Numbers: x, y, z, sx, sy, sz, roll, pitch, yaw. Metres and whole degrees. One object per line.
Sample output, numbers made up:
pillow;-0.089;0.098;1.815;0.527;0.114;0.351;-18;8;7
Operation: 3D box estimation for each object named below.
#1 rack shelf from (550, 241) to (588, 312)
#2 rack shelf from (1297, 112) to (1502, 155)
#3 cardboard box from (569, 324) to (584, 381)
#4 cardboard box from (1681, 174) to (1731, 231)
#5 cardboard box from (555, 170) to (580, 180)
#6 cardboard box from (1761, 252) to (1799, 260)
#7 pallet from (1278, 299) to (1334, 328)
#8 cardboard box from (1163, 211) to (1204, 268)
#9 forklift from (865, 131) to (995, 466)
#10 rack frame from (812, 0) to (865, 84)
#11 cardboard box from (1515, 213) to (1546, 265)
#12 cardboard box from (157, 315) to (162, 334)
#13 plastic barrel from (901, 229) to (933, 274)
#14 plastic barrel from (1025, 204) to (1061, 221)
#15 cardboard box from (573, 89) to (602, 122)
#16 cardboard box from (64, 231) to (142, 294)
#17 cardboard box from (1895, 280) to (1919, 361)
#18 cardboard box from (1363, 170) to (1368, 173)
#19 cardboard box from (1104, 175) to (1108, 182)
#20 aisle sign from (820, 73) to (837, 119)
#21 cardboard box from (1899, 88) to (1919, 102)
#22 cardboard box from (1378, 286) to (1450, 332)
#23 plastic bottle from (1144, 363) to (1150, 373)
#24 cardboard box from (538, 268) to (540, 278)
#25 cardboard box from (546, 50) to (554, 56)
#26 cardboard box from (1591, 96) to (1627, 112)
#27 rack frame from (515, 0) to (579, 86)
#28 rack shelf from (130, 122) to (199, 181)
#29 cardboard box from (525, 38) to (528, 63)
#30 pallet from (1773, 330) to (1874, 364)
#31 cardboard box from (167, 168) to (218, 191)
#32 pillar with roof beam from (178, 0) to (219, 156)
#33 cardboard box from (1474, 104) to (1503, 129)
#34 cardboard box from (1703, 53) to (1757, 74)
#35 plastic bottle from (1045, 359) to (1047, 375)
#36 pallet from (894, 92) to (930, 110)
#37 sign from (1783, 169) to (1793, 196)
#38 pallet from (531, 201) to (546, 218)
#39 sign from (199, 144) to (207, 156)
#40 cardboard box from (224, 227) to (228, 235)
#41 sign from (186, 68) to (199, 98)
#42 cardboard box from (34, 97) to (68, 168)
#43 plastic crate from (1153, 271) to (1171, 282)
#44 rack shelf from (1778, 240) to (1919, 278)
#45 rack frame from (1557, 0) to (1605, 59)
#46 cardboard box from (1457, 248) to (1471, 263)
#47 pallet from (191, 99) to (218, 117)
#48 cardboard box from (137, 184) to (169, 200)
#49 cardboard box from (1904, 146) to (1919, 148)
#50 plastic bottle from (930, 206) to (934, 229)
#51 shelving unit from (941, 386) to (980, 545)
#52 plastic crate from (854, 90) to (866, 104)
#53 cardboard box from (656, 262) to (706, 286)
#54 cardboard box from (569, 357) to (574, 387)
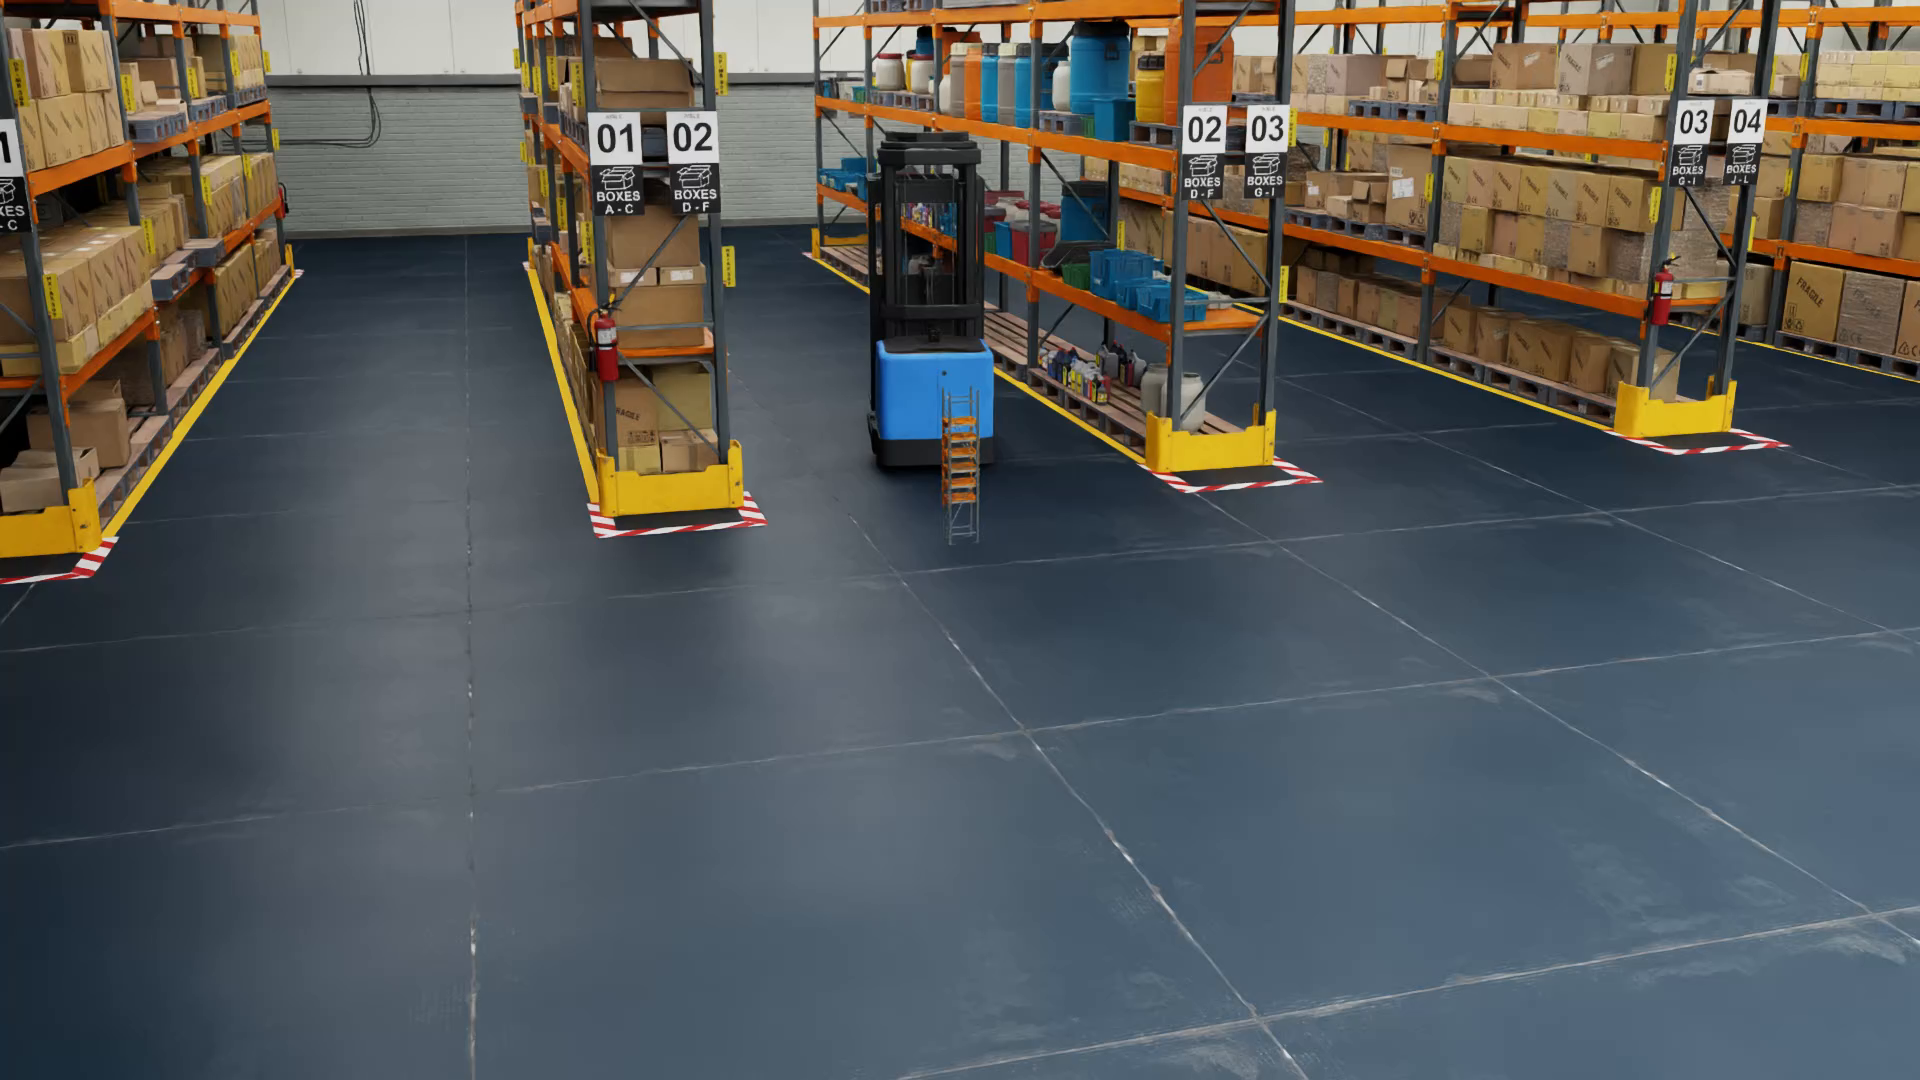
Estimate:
rack shelf;-4.059;-3.037;19.098;1.077;0.370;4.000;-5;17;-15
rack shelf;5.467;-5.255;21.270;1.077;0.370;4.000;-5;17;-15
cardboard box;-3.683;-1.918;16.870;0.500;0.500;0.500;-5;17;-15
cardboard box;7.226;-3.347;16.450;0.500;0.500;0.500;-5;17;-15
cardboard box;-5.163;-4.806;22.834;0.700;0.500;0.500;-10;19;-29
cardboard box;14.094;-5.128;27.774;0.875;0.875;0.875;-4;17;-15
pallet;5.130;-3.165;23.121;1.003;0.211;1.213;-5;17;-15
cardboard box;4.013;-4.831;26.784;1.225;0.875;0.875;-5;17;-15
forklift;-0.338;-2.444;15.992;1.130;2.935;3.031;-2;17;-5
rack frame;-2.044;-9.411;28.640;1.000;3.000;0.127;-5;17;-15
cardboard box;6.516;-3.258;17.894;0.875;0.500;0.500;-5;17;-15
cardboard box;-8.761;-2.275;17.590;0.500;0.250;0.500;-5;17;-17
plastic barrel;-0.617;-4.280;24.904;0.600;0.901;0.708;-5;17;-15
plastic barrel;1.000;-3.769;20.048;0.433;0.535;0.433;0;17;0
cardboard box;-2.980;-3.652;13.970;0.500;0.250;0.500;-5;17;-15
cardboard box;-7.702;-2.488;14.944;0.500;0.500;0.500;-5;17;-16
cardboard box;11.419;-2.477;18.947;0.875;0.875;0.875;-5;17;-16
cardboard box;7.675;-6.774;30.726;0.380;0.149;0.250;-5;17;-16
cardboard box;2.783;-6.401;29.483;0.380;0.149;0.250;-5;17;-16
aisle sign;-2.349;-7.779;29.117;0.394;0.787;0.004;-5;17;-15
cardboard box;10.938;-5.060;18.902;0.380;0.149;0.250;-5;17;-15
cardboard box;5.755;-2.929;21.068;0.700;0.500;0.500;-5;17;-16
plastic bottle;1.977;-1.721;17.445;0.097;0.271;0.097;0;17;0
cardboard box;-6.298;-4.120;25.646;0.380;0.149;0.250;-5;17;-15
cardboard box;-5.271;-6.260;22.288;0.600;0.600;0.600;-5;18;-17
cardboard box;6.508;-4.327;16.498;0.380;0.149;0.250;-5;17;-15
rack frame;-6.807;-9.020;27.340;1.000;3.000;0.127;-5;17;-15
rack shelf;-8.821;-4.081;17.359;1.077;0.370;4.000;-5;17;-15
cardboard box;-6.595;-7.825;26.662;0.700;0.500;0.500;-5;17;-15
pallet;10.947;-2.422;20.649;1.003;0.211;1.213;-5;17;-15
cardboard box;-9.396;-4.395;20.341;0.500;0.250;0.500;-5;17;-16
pillar with roof beam;-9.004;-9.647;29.424;9.100;9.000;0.400;-5;17;-15
cardboard box;6.044;-4.684;18.379;0.500;0.250;0.500;-5;17;-16
cardboard box;10.461;-6.356;22.604;0.500;0.500;0.500;-5;17;-15
plastic bottle;0.976;-1.910;18.196;0.097;0.201;0.097;0;17;0
pallet;-0.321;-6.255;23.676;1.003;0.211;1.213;-5;17;-15
sign;10.294;-4.445;20.662;0.100;0.325;0.005;-5;17;-15
pallet;-5.594;-4.719;23.782;1.003;0.211;1.213;-5;17;-15
sign;-12.105;-6.165;26.619;0.100;0.325;0.005;-5;17;-15
cardboard box;-9.736;-4.037;21.580;0.380;0.149;0.250;-4;17;-14
sign;-8.849;-5.268;19.164;0.100;0.325;0.005;-5;17;-15
cardboard box;-7.137;-3.087;12.591;0.500;0.500;0.500;-4;17;-12
plastic crate;1.944;-2.663;17.062;0.530;0.136;0.437;-5;17;-15
rack shelf;11.363;-3.077;19.231;1.077;0.370;4.000;-5;17;-15
rack frame;12.247;-10.586;32.552;1.000;3.000;0.127;-5;17;-15
cardboard box;5.938;-3.269;19.059;0.380;0.149;0.250;-5;17;-15
pallet;-9.909;-5.371;20.732;1.003;0.211;1.213;-4;17;-13
cardboard box;-9.145;-3.930;18.756;0.380;0.149;0.250;-8;18;-24
cardboard box;14.838;-5.788;25.585;0.500;0.500;0.500;-5;17;-17
plastic bottle;-0.367;-4.347;22.413;0.061;0.283;0.133;-5;17;-15
shelving unit;0.004;-0.571;12.766;0.258;1.200;0.189;-5;17;-15
plastic crate;-1.352;-6.860;25.729;0.450;0.188;0.662;-5;17;-15
cardboard box;-2.311;-2.206;13.779;0.380;0.149;0.250;-5;17;-16
cardboard box;-3.902;-1.804;17.793;0.500;0.250;0.500;-5;17;-16
